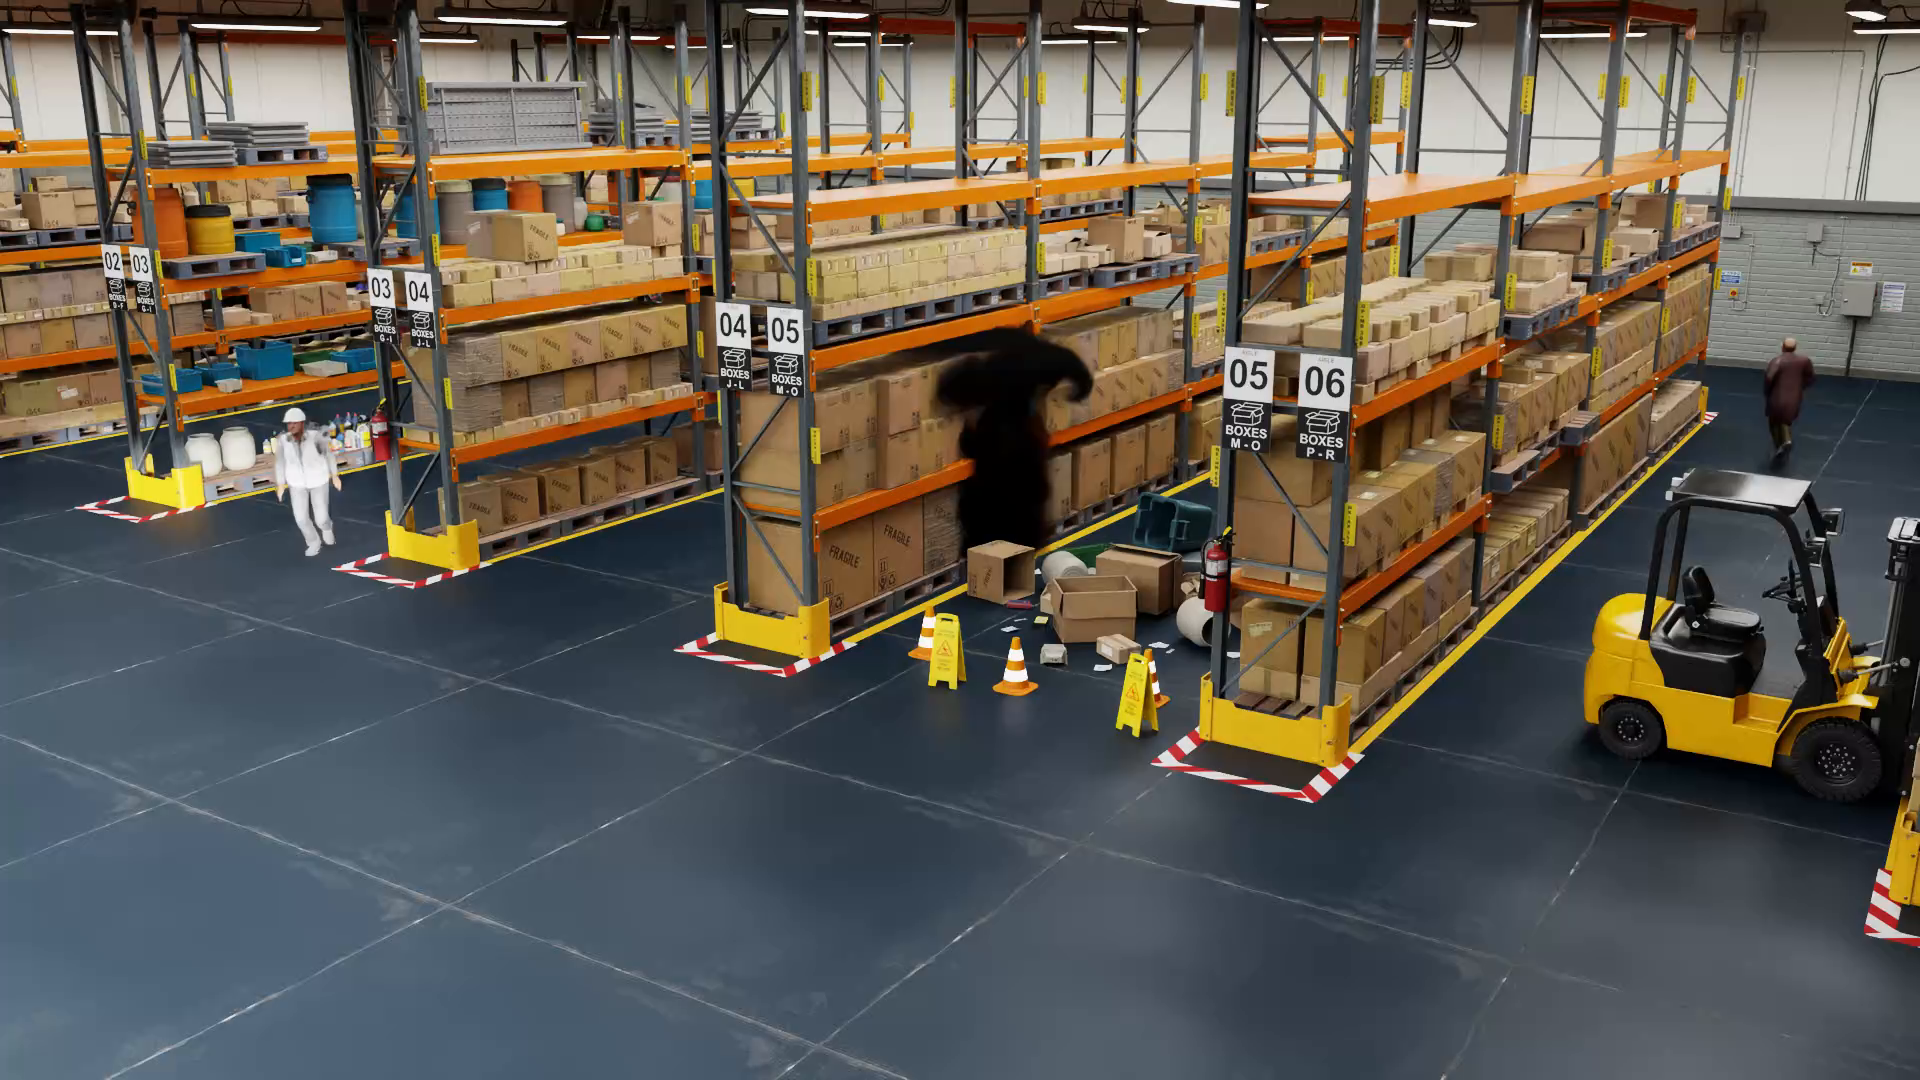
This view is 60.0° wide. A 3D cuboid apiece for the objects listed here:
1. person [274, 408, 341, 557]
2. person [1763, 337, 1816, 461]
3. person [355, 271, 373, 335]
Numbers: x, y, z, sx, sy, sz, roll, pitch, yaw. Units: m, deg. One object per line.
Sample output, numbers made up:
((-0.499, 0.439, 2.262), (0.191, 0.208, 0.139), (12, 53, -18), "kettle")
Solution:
((-7.225, -0.661, 18.458), (0.642, 1.707, 0.718), (-3, 16, -12), "person")
((11.380, -1.893, 22.844), (0.695, 1.735, 0.709), (3, 16, 10), "person")
((-11.246, -4.359, 31.867), (0.556, 1.621, 0.799), (4, 16, 14), "person")
